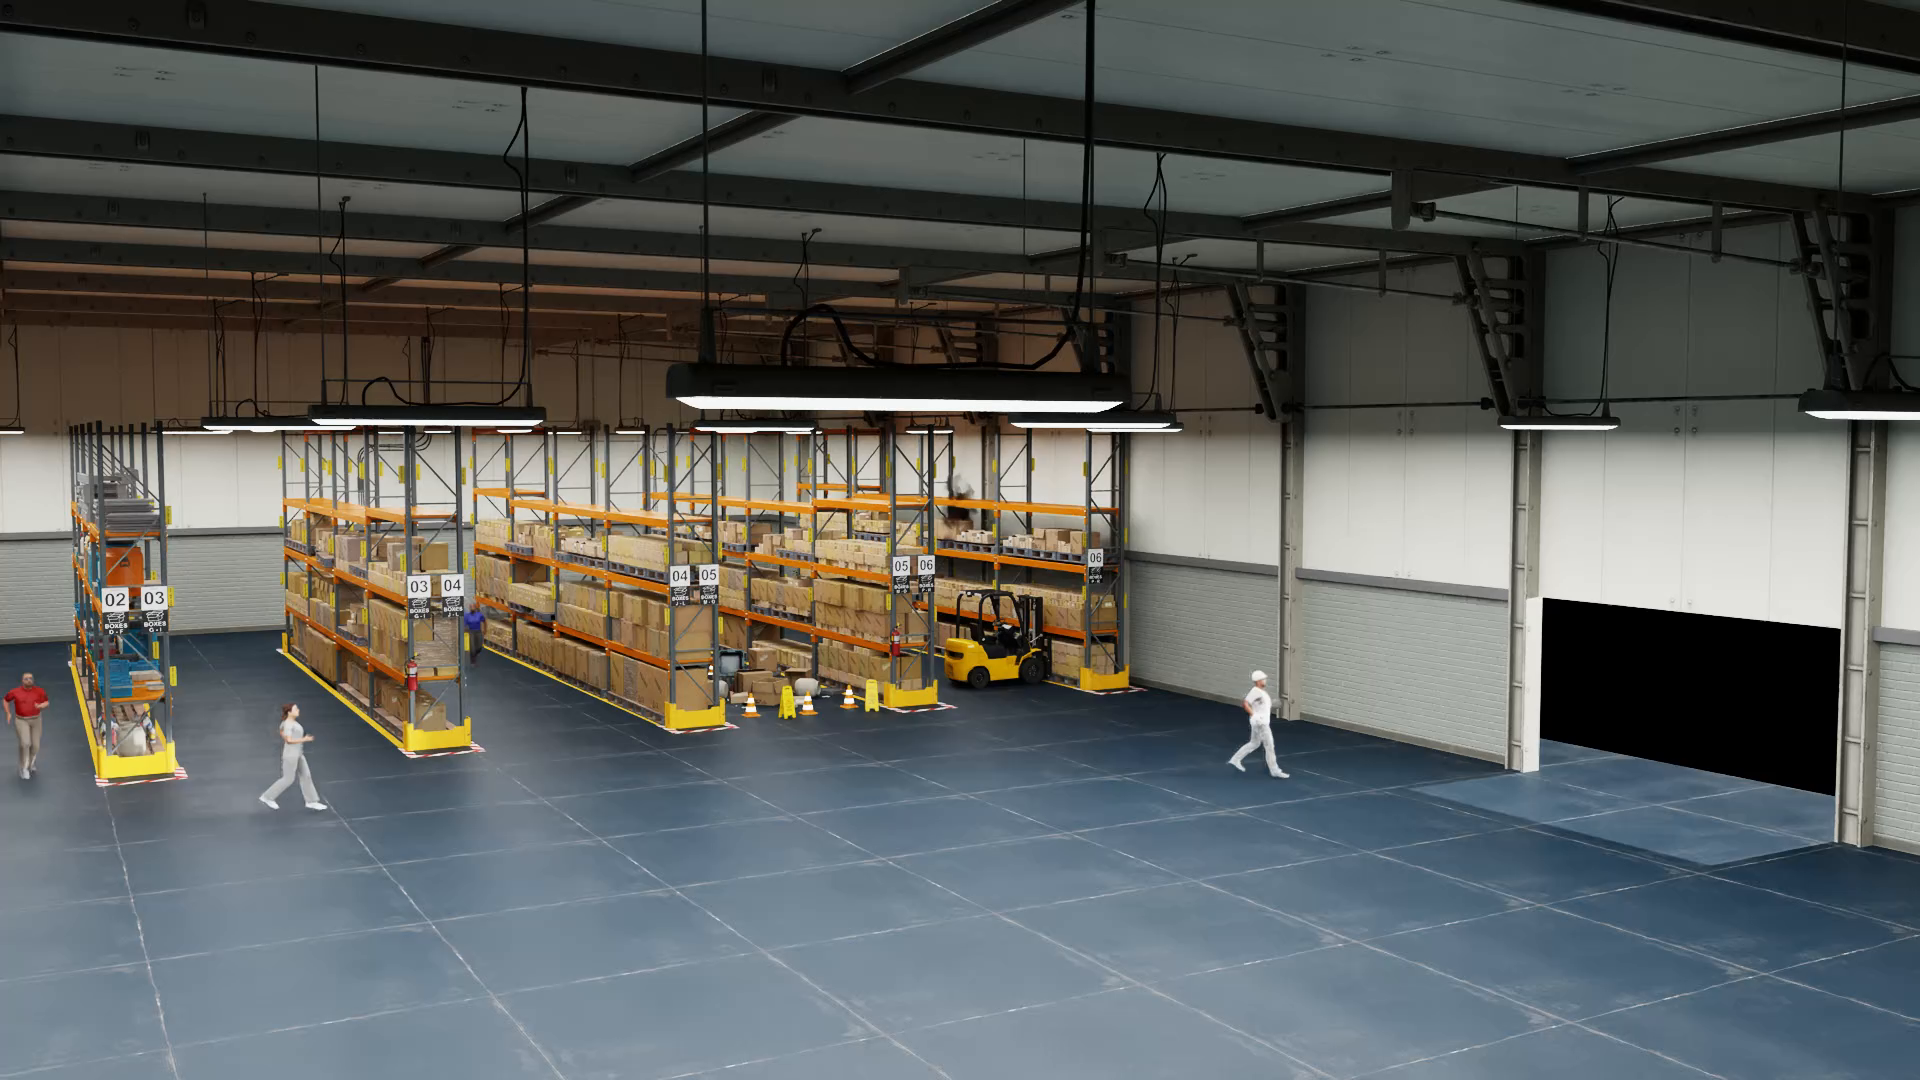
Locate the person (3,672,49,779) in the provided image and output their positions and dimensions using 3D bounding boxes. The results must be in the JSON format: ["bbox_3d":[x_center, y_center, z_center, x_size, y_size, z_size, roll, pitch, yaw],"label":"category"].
[{"bbox_3d":[-15.743,3.136,28.105,0.631,1.798,0.768,-4,5,-45],"label":"person"}]

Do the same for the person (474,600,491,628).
[{"bbox_3d":[-13.655,1.943,47.675,0.598,1.694,0.548,-3,4,-38],"label":"person"}]

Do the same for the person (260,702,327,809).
[{"bbox_3d":[-10.161,3.301,25.303,0.950,1.669,0.565,-1,4,-9],"label":"person"}]

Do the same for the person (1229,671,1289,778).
[{"bbox_3d":[5.030,3.075,27.897,0.997,1.773,0.682,1,4,9],"label":"person"}]

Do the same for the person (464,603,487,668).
[{"bbox_3d":[-12.081,2.371,41.408,0.602,1.621,0.605,-1,4,-22],"label":"person"}]
